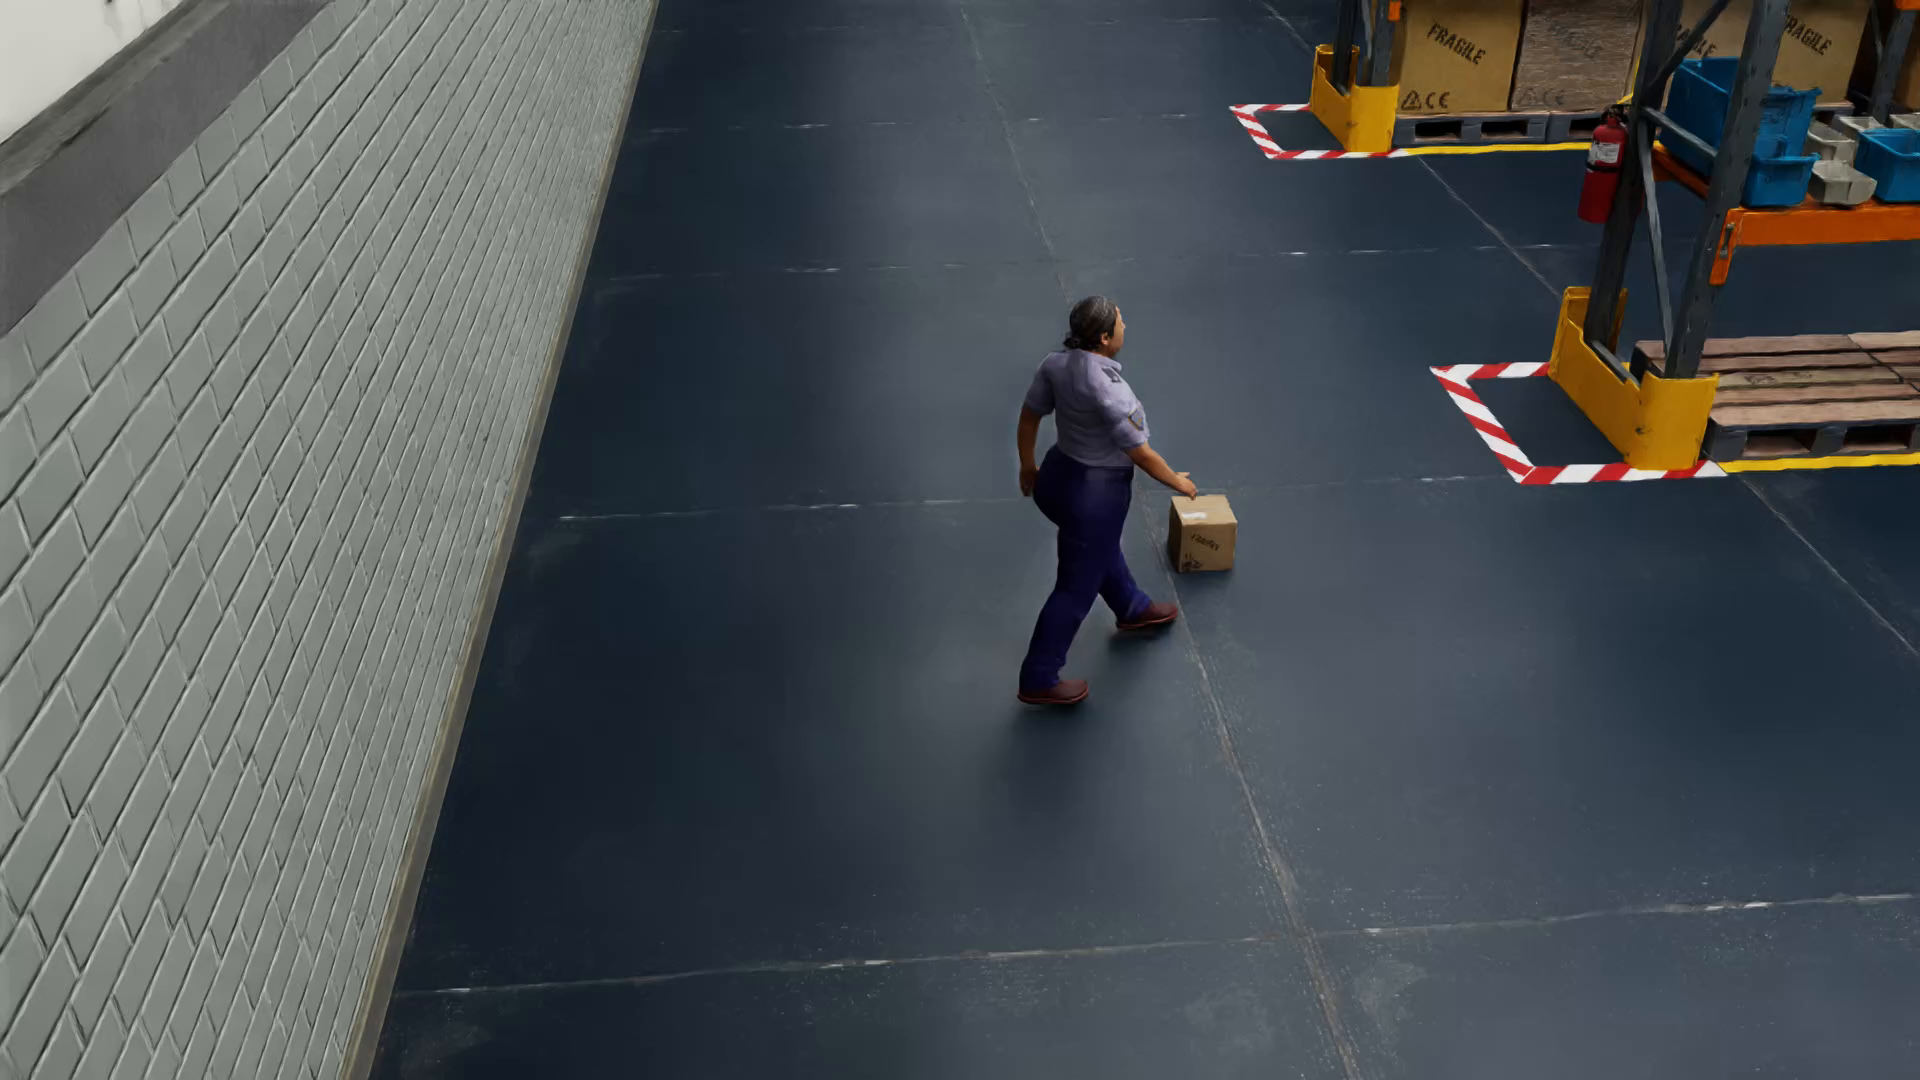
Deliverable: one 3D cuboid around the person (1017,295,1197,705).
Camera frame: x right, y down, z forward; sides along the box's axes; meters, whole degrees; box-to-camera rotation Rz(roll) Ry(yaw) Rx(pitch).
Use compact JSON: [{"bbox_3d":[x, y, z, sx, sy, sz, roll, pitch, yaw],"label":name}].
[{"bbox_3d":[0.552,-0.219,6.500,0.940,1.603,0.629,-18,36,-27],"label":"person"}]
